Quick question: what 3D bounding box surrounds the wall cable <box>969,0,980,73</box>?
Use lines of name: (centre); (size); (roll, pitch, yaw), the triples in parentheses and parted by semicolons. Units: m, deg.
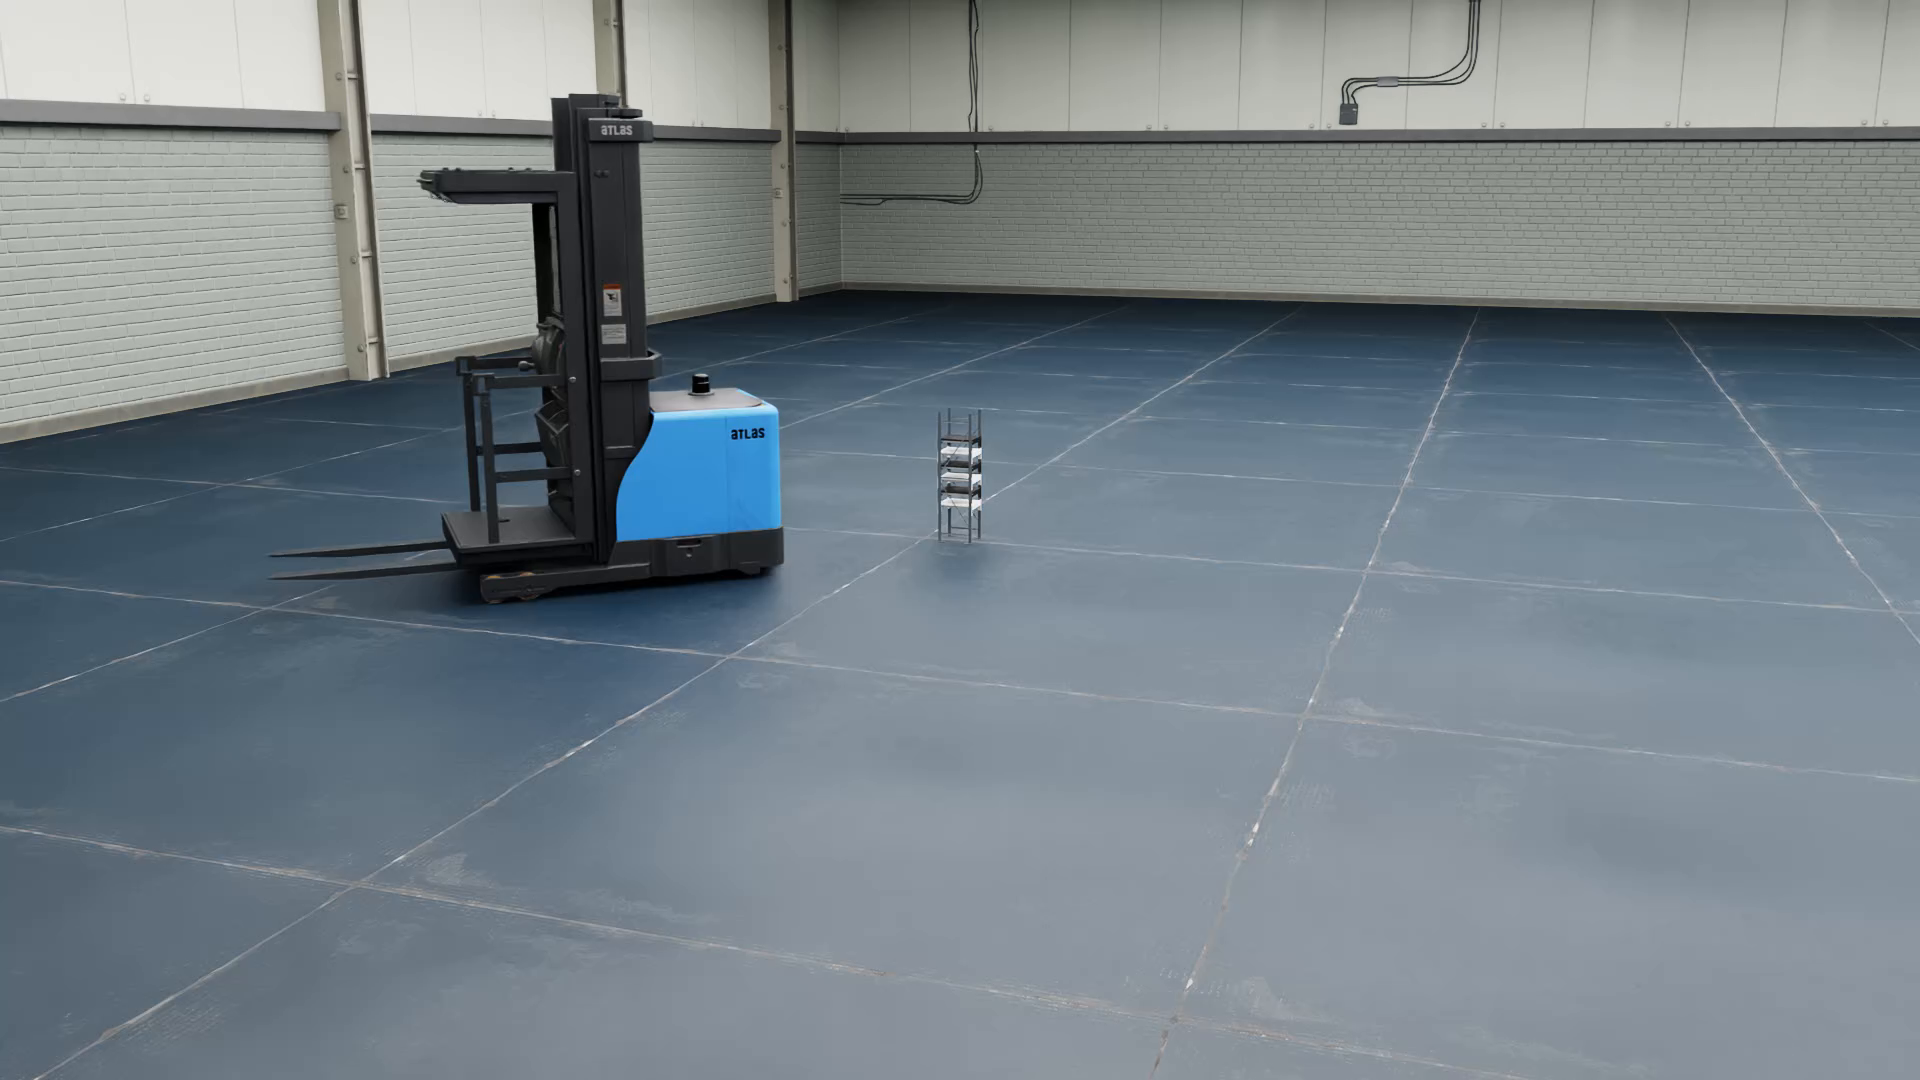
wall cable: (1.528, -10.140, 31.320); (3.097, 2.526, 0.112); (4, 14, 18)

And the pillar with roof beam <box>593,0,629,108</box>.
pillar with roof beam: (-1.104, -7.288, 23.197); (9.100, 9.000, 0.400); (4, 14, 18)

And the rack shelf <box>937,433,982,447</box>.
rack shelf: (-0.003, -0.668, 11.328); (0.258, 0.077, 0.200); (4, 14, 18)

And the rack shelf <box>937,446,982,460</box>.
rack shelf: (-0.003, -0.580, 11.348); (0.258, 0.077, 0.200); (4, 14, 18)

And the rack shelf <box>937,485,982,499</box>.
rack shelf: (-0.003, -0.317, 11.408); (0.258, 0.077, 0.200); (4, 14, 18)

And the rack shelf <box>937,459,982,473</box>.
rack shelf: (-0.003, -0.492, 11.368); (0.258, 0.077, 0.200); (4, 14, 18)

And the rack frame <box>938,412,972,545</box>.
rack frame: (-0.036, -0.416, 11.287); (0.240, 0.900, 0.006); (4, 14, 18)

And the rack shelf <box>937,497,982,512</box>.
rack shelf: (-0.003, -0.229, 11.428); (0.258, 0.077, 0.200); (4, 14, 18)

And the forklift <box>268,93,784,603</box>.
forklift: (-2.684, -1.186, 10.097); (3.031, 2.935, 1.130); (-5, 14, -21)

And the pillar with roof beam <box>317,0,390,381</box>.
pillar with roof beam: (-3.045, -6.025, 17.662); (9.100, 9.000, 0.400); (4, 14, 18)

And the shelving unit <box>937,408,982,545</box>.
shelving unit: (-0.003, -0.437, 11.380); (0.258, 0.900, 0.210); (4, 14, 18)

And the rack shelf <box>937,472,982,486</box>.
rack shelf: (-0.003, -0.405, 11.388); (0.258, 0.077, 0.200); (4, 14, 18)

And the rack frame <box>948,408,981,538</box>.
rack frame: (0.030, -0.458, 11.474); (0.240, 0.900, 0.006); (4, 14, 18)

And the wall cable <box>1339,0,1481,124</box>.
wall cable: (7.946, -10.358, 29.003); (2.305, 6.003, 0.169); (4, 14, 18)

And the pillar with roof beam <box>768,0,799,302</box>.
pillar with roof beam: (0.837, -8.552, 28.732); (9.100, 9.000, 0.400); (4, 14, 18)

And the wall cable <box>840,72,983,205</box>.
wall cable: (-1.032, -7.873, 32.736); (3.097, 2.526, 0.112); (4, 14, 18)
